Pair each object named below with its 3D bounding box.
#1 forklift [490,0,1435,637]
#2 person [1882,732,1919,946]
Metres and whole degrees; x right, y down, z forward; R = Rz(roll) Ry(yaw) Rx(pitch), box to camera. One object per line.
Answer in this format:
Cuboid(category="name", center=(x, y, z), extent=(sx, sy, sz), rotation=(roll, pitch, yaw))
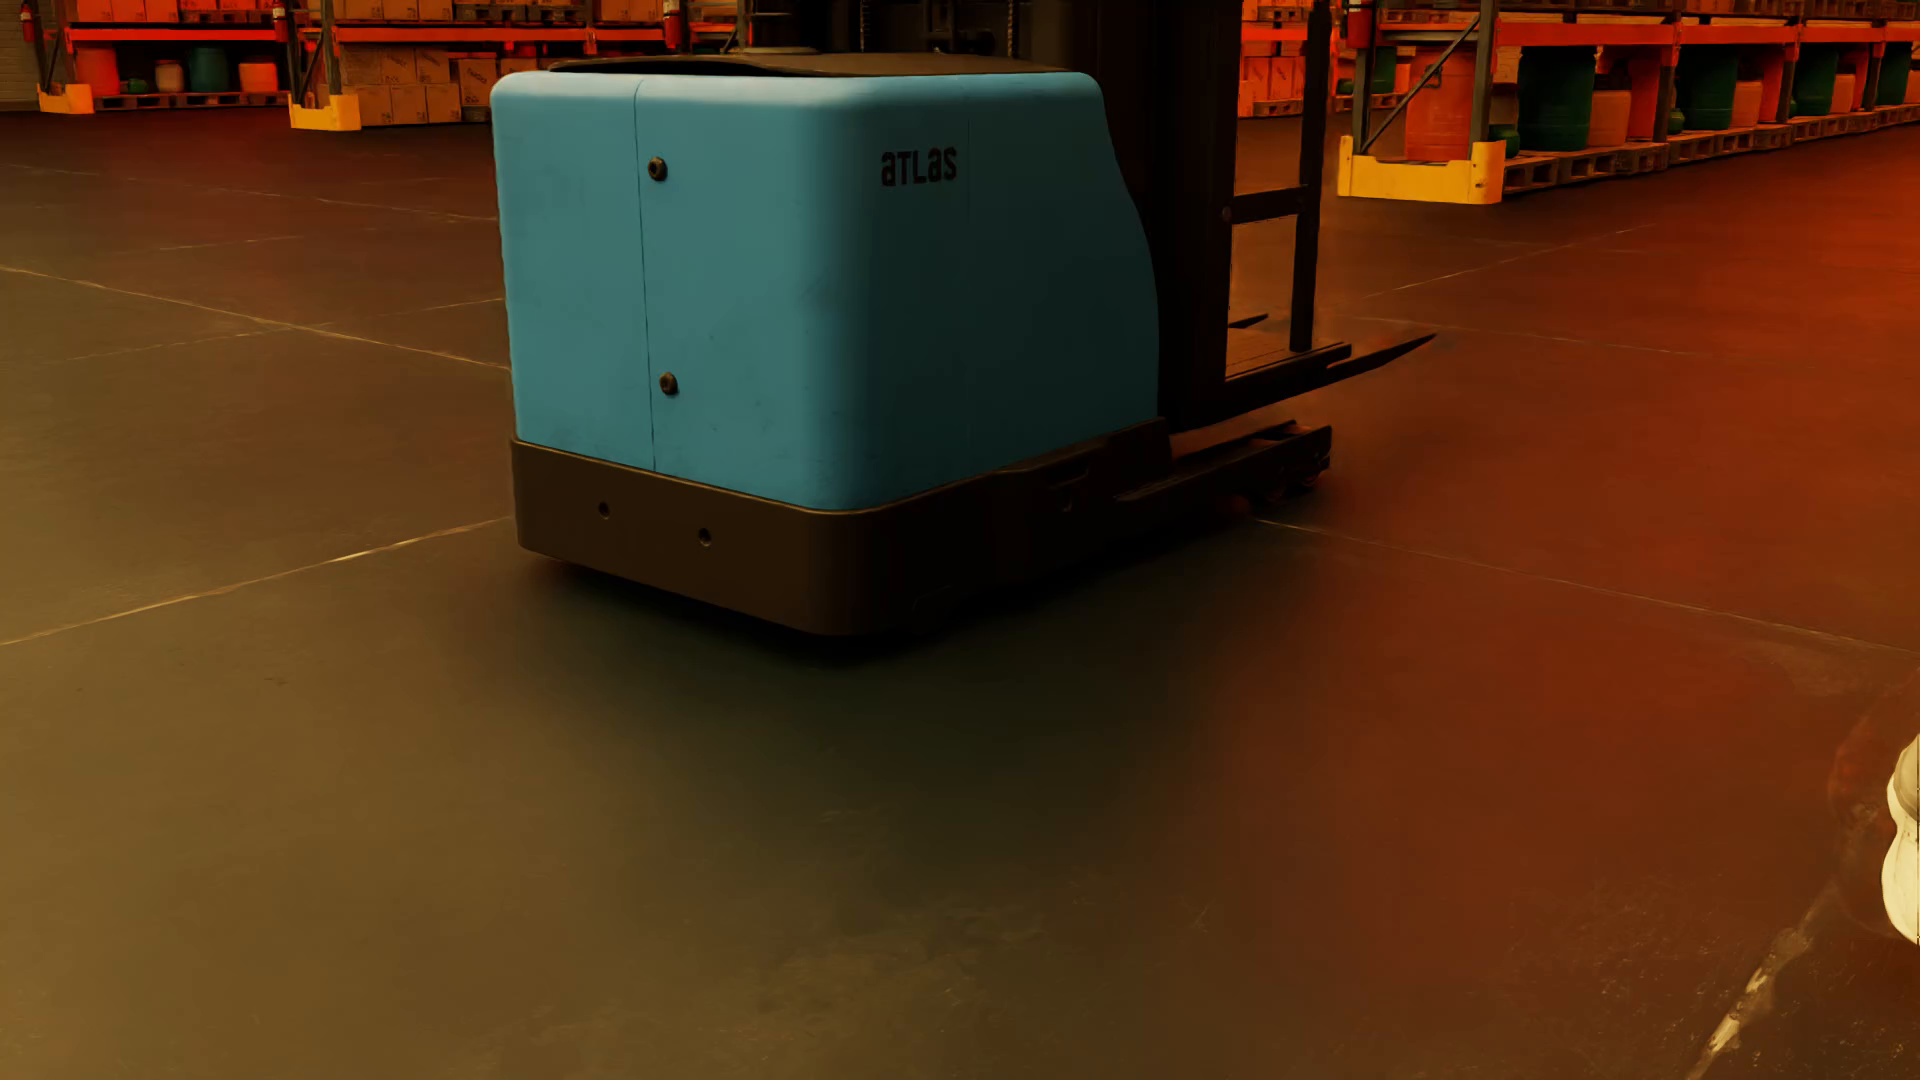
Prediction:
Cuboid(category="forklift", center=(0.333, -1.579, 4.096), extent=(1.130, 2.935, 3.031), rotation=(13, 21, 37))
Cuboid(category="person", center=(1.557, -0.105, 1.931), extent=(0.764, 1.446, 0.597), rotation=(5, 17, 15))
